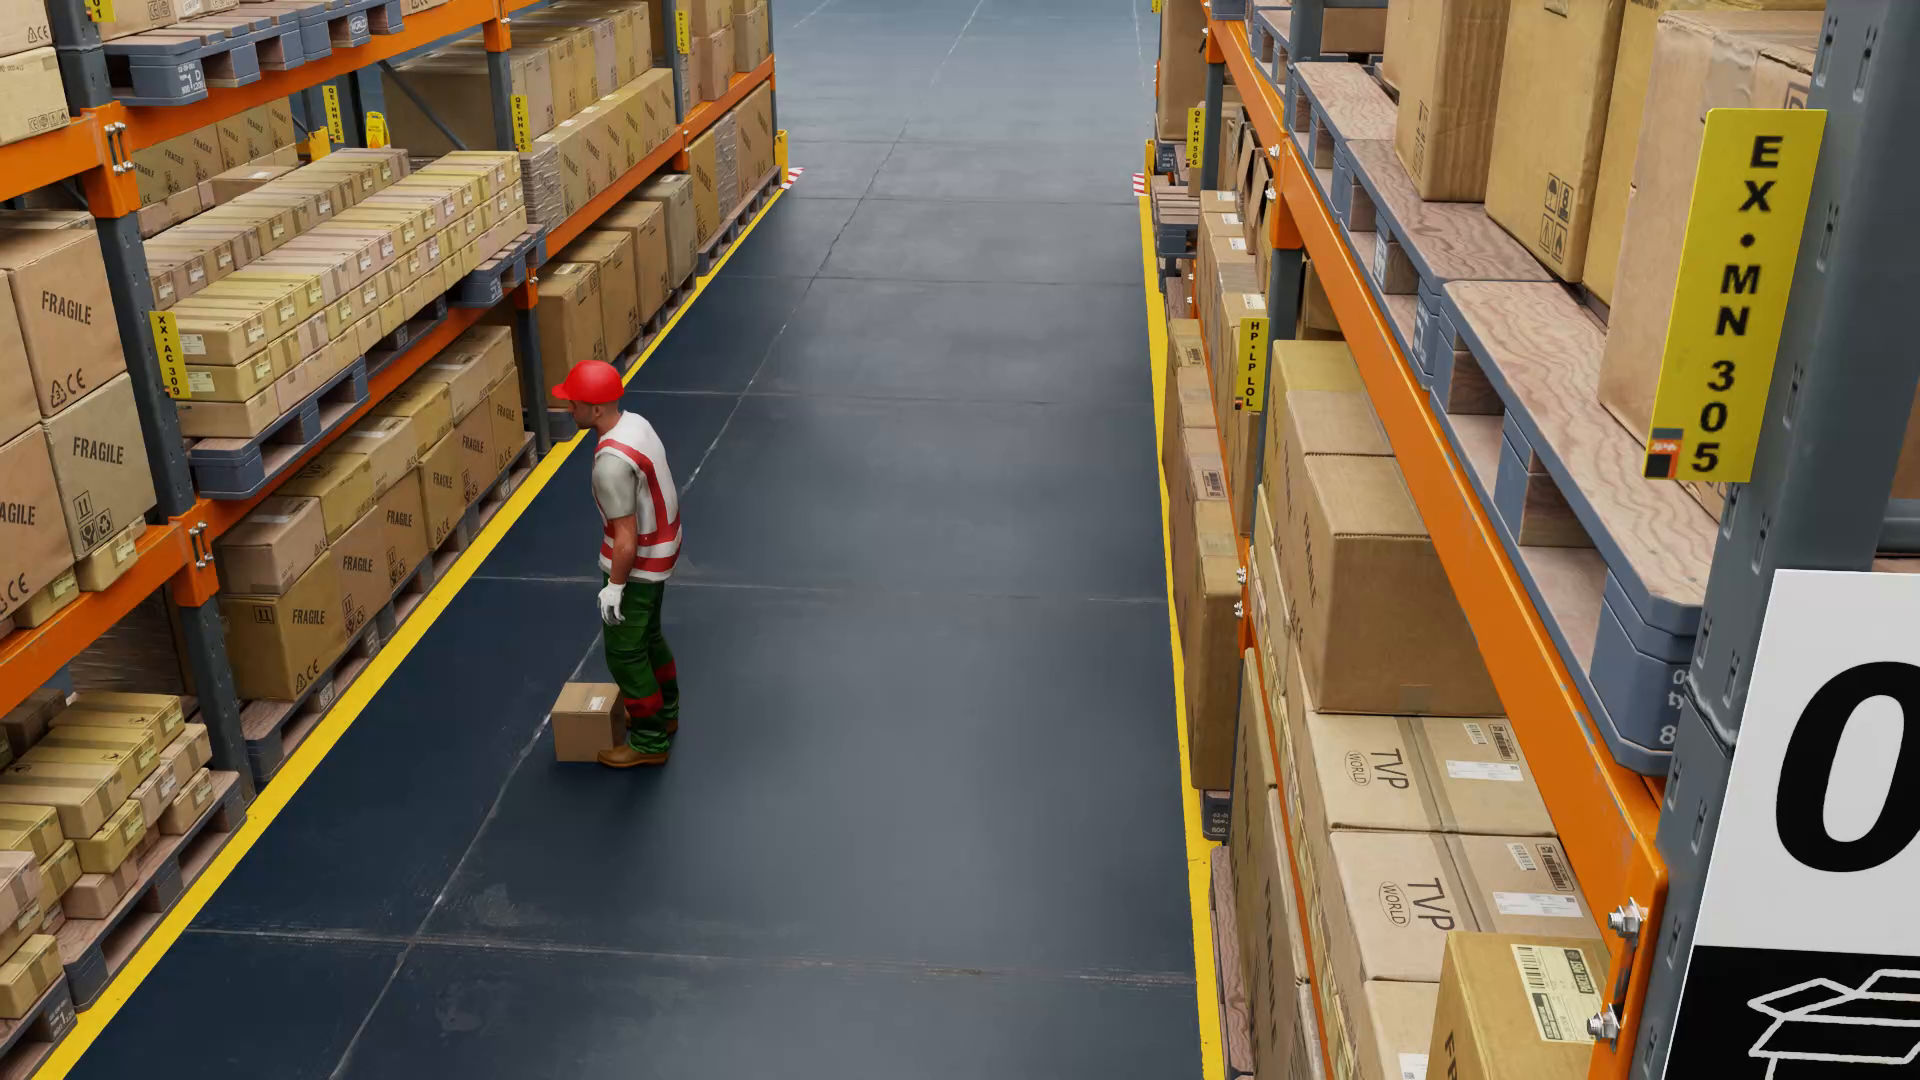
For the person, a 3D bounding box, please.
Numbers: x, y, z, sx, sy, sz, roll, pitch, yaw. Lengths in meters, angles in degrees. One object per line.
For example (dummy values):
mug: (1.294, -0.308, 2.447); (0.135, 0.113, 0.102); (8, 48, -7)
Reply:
person: (-1.375, 0.101, 6.864); (0.453, 1.778, 0.615); (0, 24, 1)
